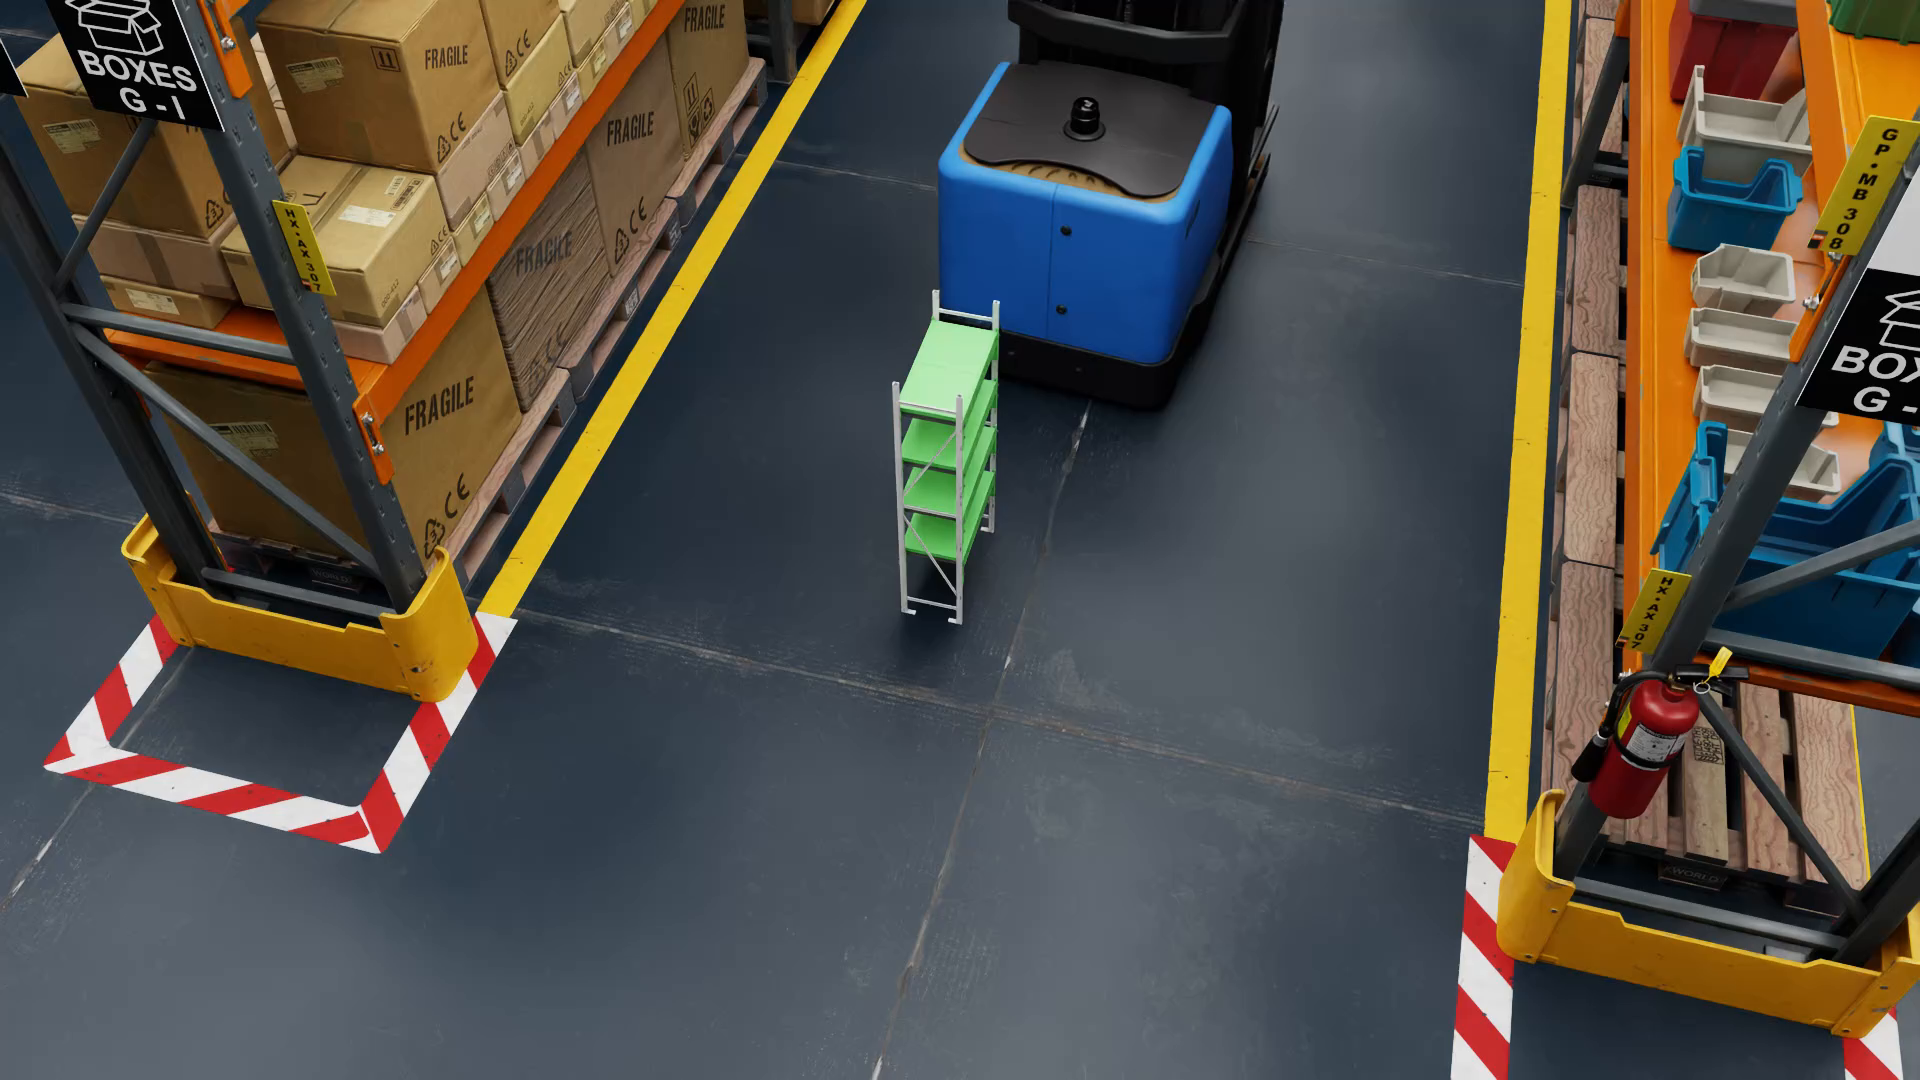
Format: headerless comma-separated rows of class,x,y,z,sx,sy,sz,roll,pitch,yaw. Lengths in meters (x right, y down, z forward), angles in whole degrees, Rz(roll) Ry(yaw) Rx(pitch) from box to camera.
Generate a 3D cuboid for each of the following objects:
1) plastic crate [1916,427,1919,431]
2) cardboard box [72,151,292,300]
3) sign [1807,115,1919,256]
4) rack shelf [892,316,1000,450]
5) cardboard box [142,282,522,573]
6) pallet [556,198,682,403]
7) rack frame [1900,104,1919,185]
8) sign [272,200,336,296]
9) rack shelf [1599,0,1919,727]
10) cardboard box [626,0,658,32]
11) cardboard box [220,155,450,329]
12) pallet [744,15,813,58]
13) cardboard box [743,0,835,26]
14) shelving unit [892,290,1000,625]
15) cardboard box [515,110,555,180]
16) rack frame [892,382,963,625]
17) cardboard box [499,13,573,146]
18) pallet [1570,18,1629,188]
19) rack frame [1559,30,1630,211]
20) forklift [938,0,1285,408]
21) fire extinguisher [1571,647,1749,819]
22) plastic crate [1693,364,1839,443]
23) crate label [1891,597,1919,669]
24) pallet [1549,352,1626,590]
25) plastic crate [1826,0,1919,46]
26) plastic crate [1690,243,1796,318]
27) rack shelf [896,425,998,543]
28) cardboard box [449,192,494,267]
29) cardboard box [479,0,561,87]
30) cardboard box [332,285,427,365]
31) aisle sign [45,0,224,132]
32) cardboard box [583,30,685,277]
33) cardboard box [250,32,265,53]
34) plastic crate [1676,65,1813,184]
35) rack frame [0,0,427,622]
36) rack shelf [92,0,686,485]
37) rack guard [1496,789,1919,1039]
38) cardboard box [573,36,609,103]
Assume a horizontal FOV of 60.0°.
plastic crate,3.089,-0.411,5.167,0.250,0.136,0.298,12,50,10
cardboard box,-2.544,-1.088,5.530,0.500,0.250,0.500,11,49,9
sign,1.828,-0.713,3.367,0.100,0.325,0.005,12,50,10
rack shelf,-0.044,-0.553,5.801,0.258,0.148,0.480,12,50,10
cardboard box,-2.324,-0.551,6.291,0.875,0.875,0.875,12,50,10
pallet,-1.957,-1.187,7.575,1.003,0.211,1.213,12,50,10
rack frame,2.363,-1.644,2.118,1.000,3.000,0.127,12,50,10
sign,-1.881,-0.835,4.775,0.100,0.325,0.005,12,50,10
rack shelf,2.890,-0.867,5.913,1.077,0.370,4.000,12,50,10
cardboard box,-1.464,-2.231,6.805,0.380,0.149,0.250,11,49,9
cardboard box,-2.028,-0.979,5.434,0.500,0.250,0.500,10,49,9
pallet,-1.232,-3.180,9.334,1.003,0.211,1.213,12,50,10
cardboard box,-1.213,-3.432,8.834,1.225,0.875,0.875,12,50,10
shelving unit,-0.044,-0.277,6.113,0.258,1.200,0.503,12,50,10
cardboard box,-1.735,-1.488,6.149,0.380,0.149,0.250,11,49,9
rack frame,-0.108,-0.101,5.958,0.240,1.200,0.015,12,50,10
cardboard box,-1.762,-1.719,6.087,0.500,0.250,0.500,10,49,9
pallet,3.659,-2.179,8.451,1.003,0.211,1.213,12,50,10
rack frame,3.416,-2.552,6.920,1.000,3.000,0.127,12,50,10
forklift,0.881,-2.662,7.064,1.130,2.935,3.031,15,50,13
fire extinguisher,1.885,0.510,4.519,0.296,0.674,0.183,12,50,10
plastic crate,2.493,-0.424,5.178,0.396,0.136,0.243,12,50,10
crate label,2.746,0.263,4.507,0.416,0.233,0.303,12,50,10
pallet,2.941,-0.204,6.708,1.003,0.211,1.213,12,50,10
plastic crate,2.347,-1.351,4.001,0.450,0.188,0.336,12,50,10
plastic crate,2.603,-0.848,5.552,0.298,0.136,0.250,12,50,10
rack shelf,-0.044,-0.235,6.161,0.258,0.148,0.480,12,50,10
cardboard box,-1.870,-1.116,5.820,0.380,0.149,0.250,11,49,9
cardboard box,-1.766,-1.964,5.803,0.500,0.500,0.500,10,49,9
cardboard box,-2.003,-0.745,5.493,0.380,0.149,0.250,12,50,10
aisle sign,-2.145,-1.385,4.157,0.394,0.787,0.004,12,50,10
cardboard box,-1.850,-1.853,7.440,0.875,0.875,0.875,12,50,10
cardboard box,-2.276,-1.823,6.178,0.500,0.250,0.500,10,49,9
plastic crate,2.836,-1.464,6.000,0.437,0.282,0.530,12,50,10
rack frame,-2.415,-0.636,5.230,1.000,3.000,0.127,12,50,10
rack shelf,-1.889,-1.845,6.776,1.077,0.370,4.000,12,50,10
rack guard,2.369,1.188,5.286,1.175,0.500,0.348,12,50,10
cardboard box,-1.600,-1.857,6.475,0.380,0.149,0.250,10,49,9
